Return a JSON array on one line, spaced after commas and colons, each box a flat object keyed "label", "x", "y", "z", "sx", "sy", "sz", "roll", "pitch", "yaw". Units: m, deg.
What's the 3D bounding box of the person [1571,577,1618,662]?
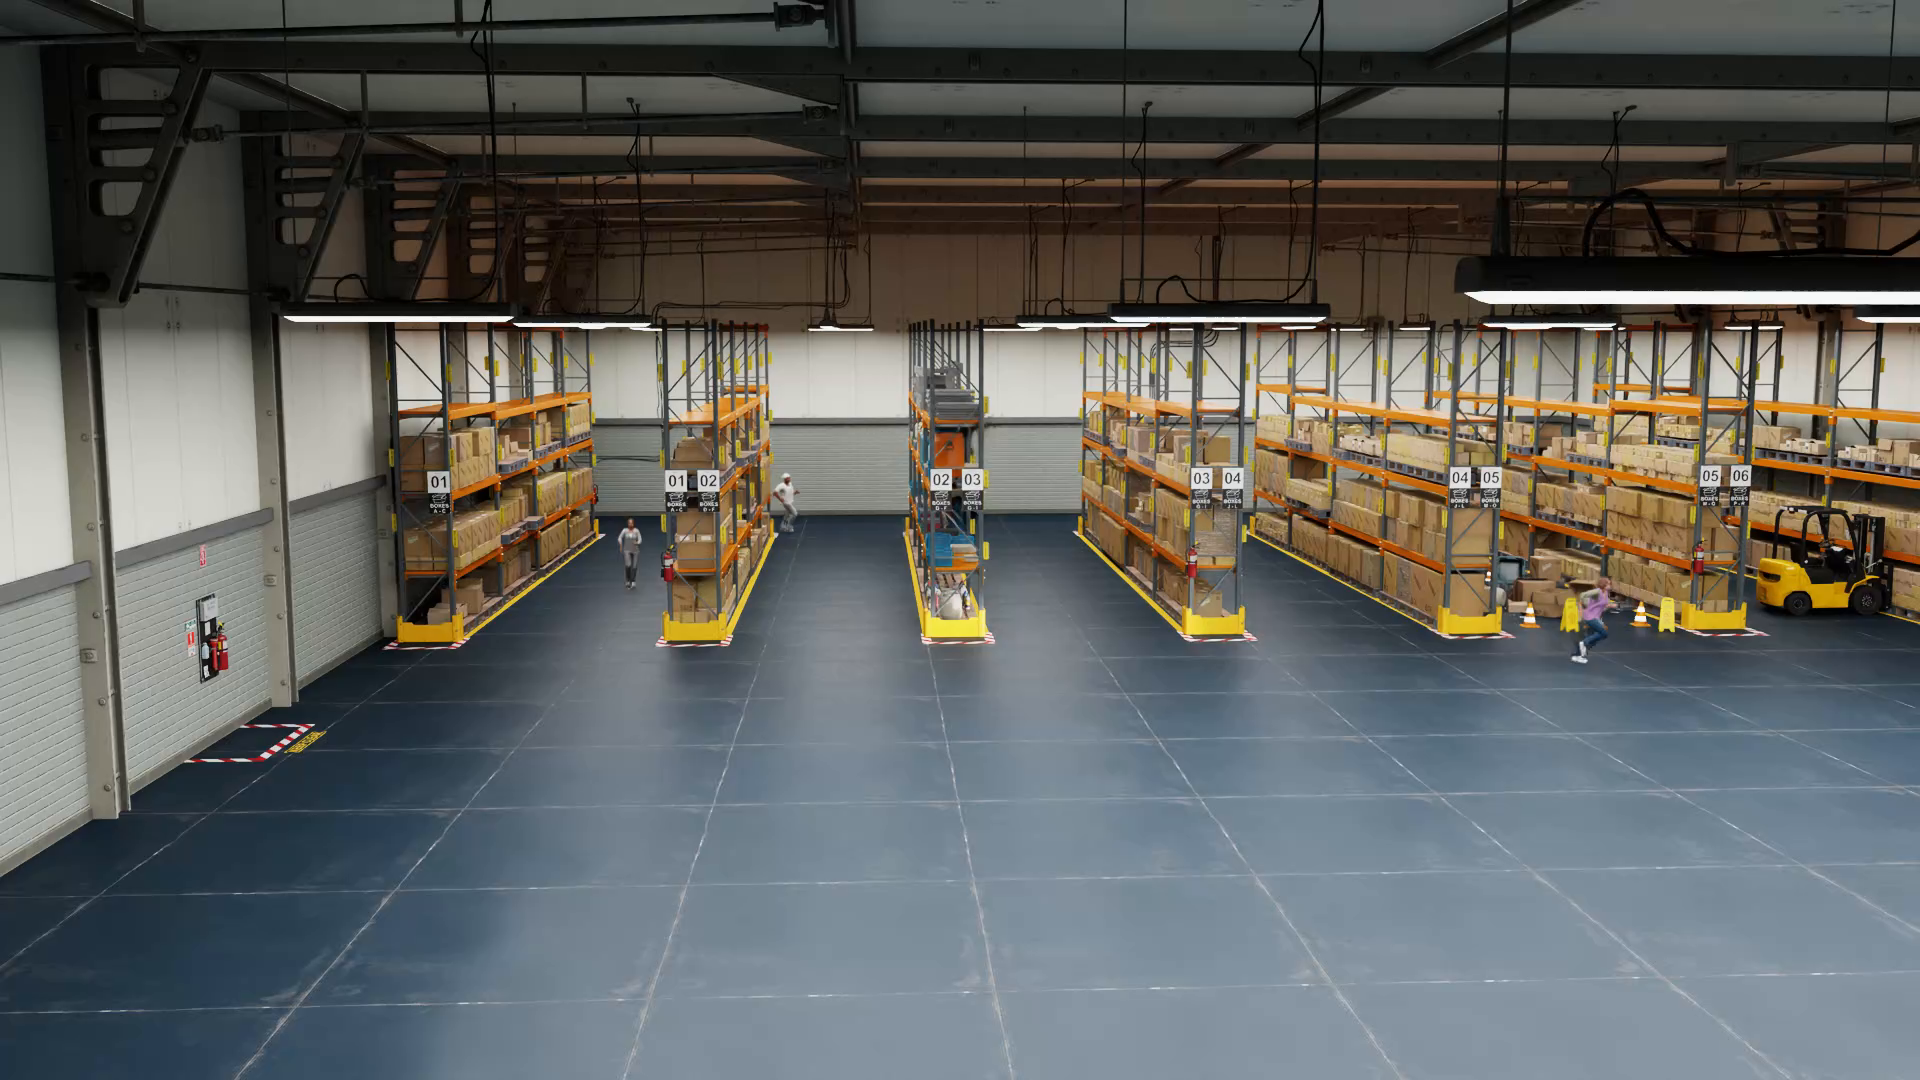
[{"label": "person", "x": 11.053, "y": 1.448, "z": 28.957, "sx": 0.743, "sy": 1.419, "sz": 0.524, "roll": 5, "pitch": 9, "yaw": 36}]

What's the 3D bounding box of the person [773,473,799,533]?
[{"label": "person", "x": -4.981, "y": -1.055, "z": 48.047, "sx": 0.682, "sy": 1.764, "sz": 0.702, "roll": 2, "pitch": 7, "yaw": 16}]

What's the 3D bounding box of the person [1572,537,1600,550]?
[{"label": "person", "x": 16.556, "y": -0.551, "z": 43.932, "sx": 0.543, "sy": 1.697, "sz": 0.909, "roll": -3, "pitch": 8, "yaw": -21}]

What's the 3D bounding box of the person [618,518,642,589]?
[{"label": "person", "x": -7.414, "y": 0.306, "z": 37.455, "sx": 0.506, "sy": 1.592, "sz": 0.662, "roll": -2, "pitch": 7, "yaw": -17}]
